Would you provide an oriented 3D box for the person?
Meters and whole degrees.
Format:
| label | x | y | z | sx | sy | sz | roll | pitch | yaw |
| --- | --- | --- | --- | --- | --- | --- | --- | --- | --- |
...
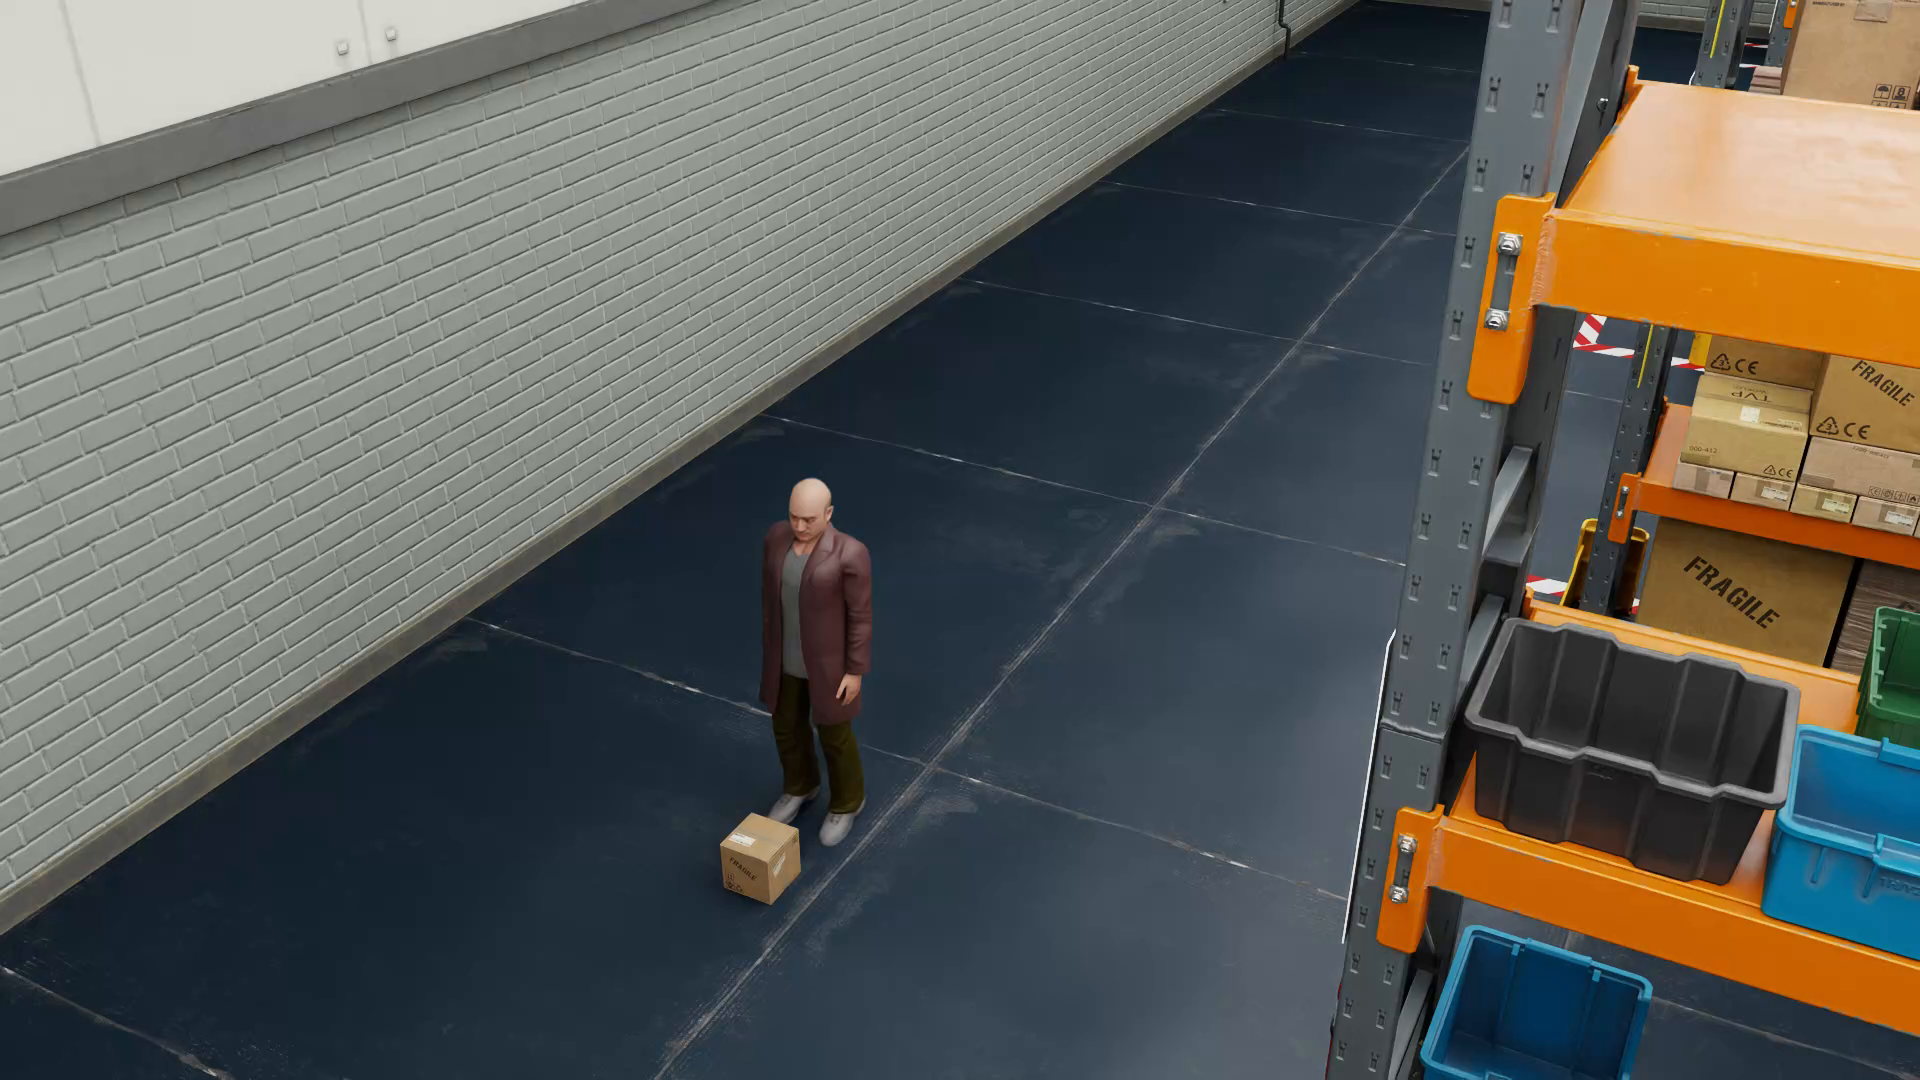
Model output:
| label | x | y | z | sx | sy | sz | roll | pitch | yaw |
| --- | --- | --- | --- | --- | --- | --- | --- | --- | --- |
| person | -0.671 | 0.799 | 7.455 | 0.631 | 1.241 | 0.803 | 14 | 33 | 23 |
